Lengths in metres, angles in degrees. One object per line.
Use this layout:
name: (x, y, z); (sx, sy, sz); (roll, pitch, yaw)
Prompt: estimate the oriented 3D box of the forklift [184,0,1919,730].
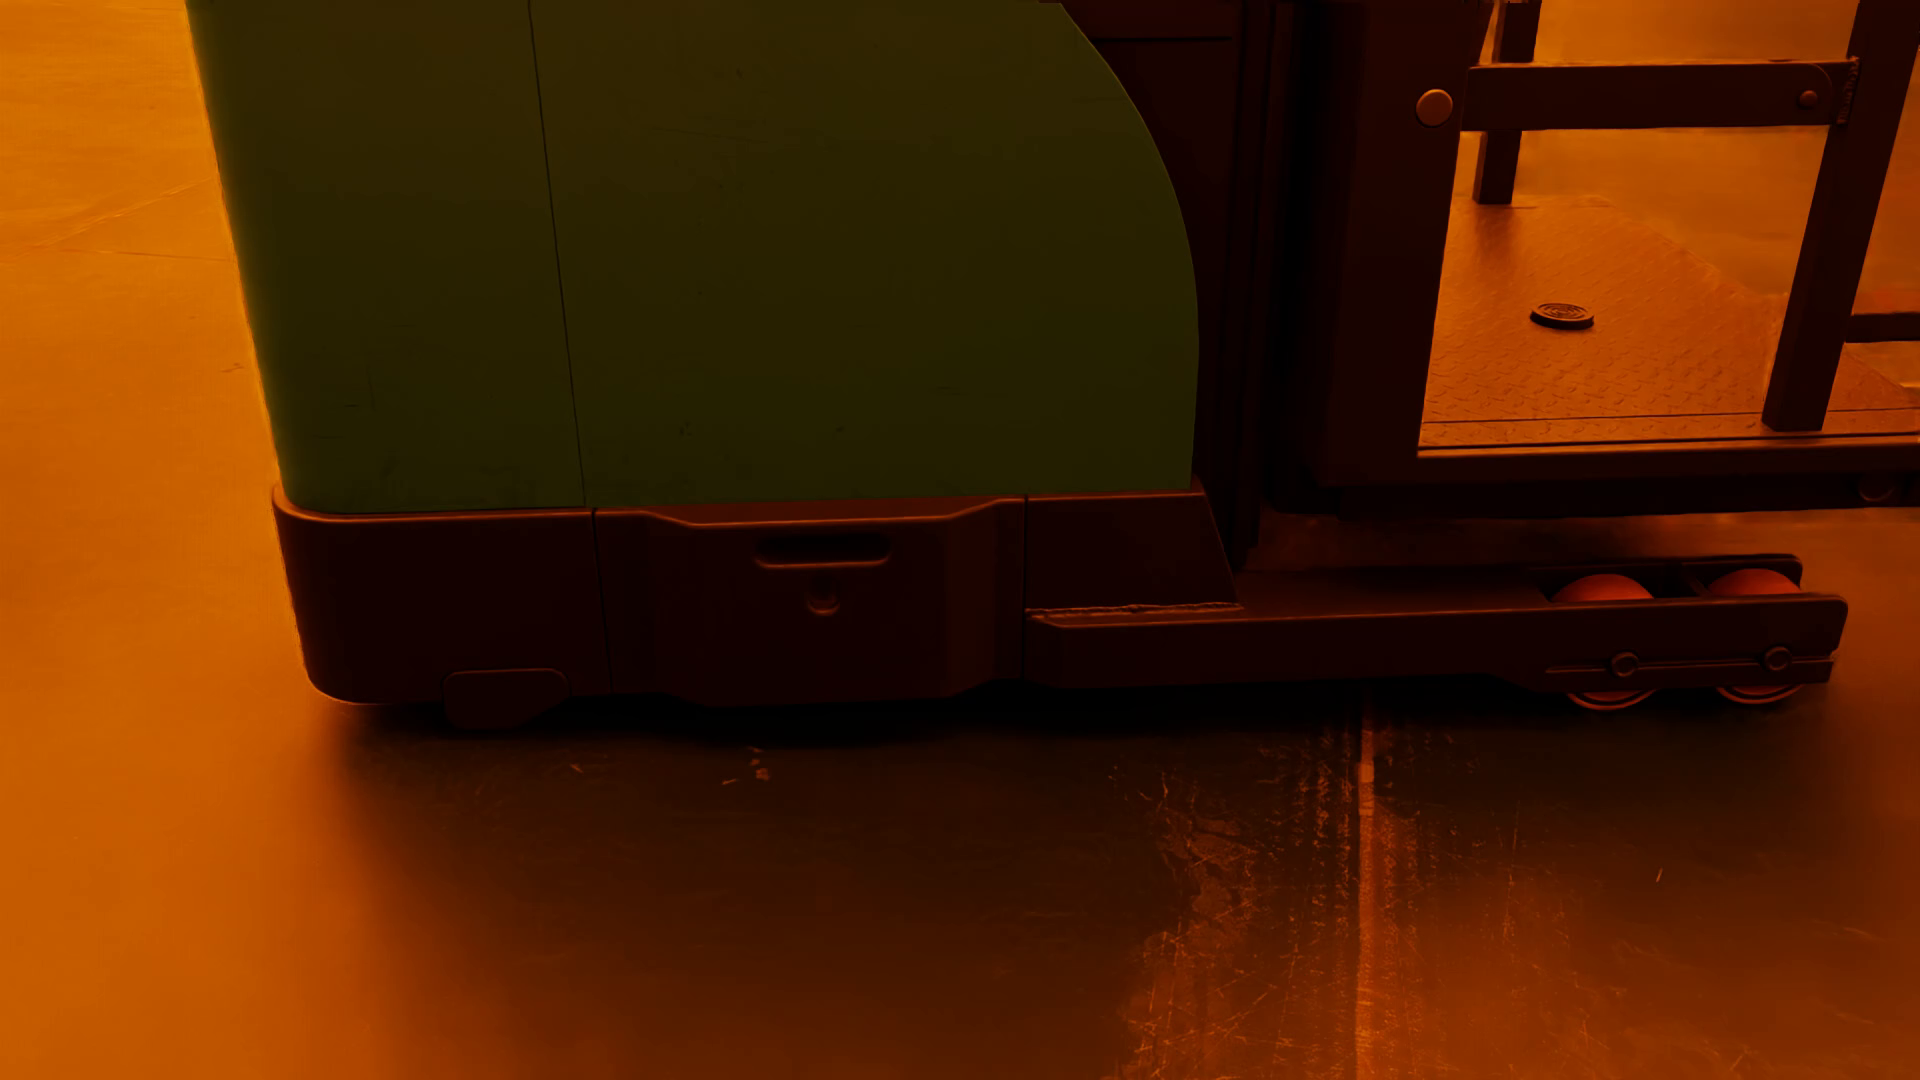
forklift: (0.681, -1.333, 1.889); (3.031, 2.935, 1.130); (-2, 27, -4)
